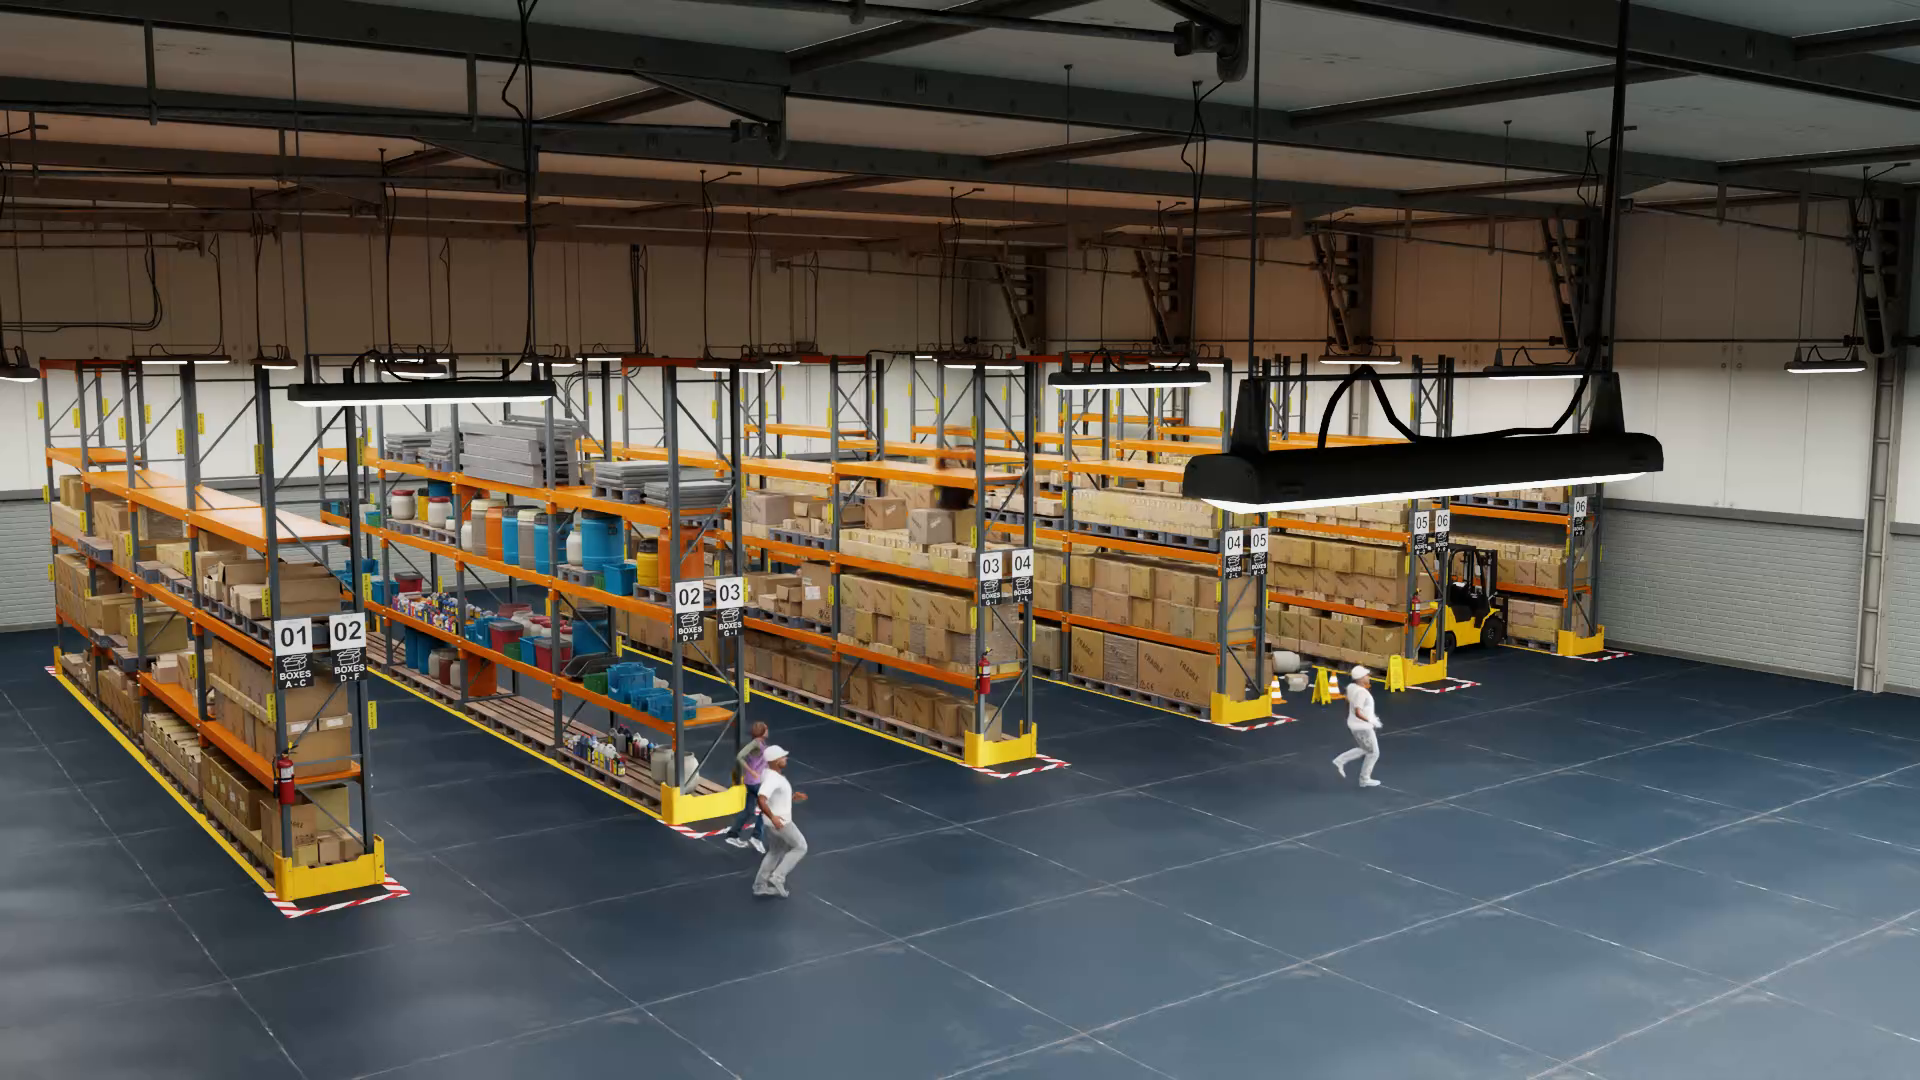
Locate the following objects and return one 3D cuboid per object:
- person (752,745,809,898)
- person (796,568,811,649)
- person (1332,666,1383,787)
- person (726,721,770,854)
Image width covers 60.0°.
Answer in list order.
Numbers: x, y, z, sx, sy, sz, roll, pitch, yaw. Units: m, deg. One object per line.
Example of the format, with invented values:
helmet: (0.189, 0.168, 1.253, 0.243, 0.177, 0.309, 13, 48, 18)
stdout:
person: (-2.034, 3.192, 18.897, 0.673, 1.739, 0.676, -2, 7, -18)
person: (-3.113, 1.457, 33.383, 0.692, 1.786, 0.720, -6, 9, -42)
person: (5.651, 2.643, 23.596, 0.675, 1.735, 0.685, 0, 7, 0)
person: (-2.603, 3.078, 20.781, 0.639, 1.589, 0.593, 0, 7, -3)
